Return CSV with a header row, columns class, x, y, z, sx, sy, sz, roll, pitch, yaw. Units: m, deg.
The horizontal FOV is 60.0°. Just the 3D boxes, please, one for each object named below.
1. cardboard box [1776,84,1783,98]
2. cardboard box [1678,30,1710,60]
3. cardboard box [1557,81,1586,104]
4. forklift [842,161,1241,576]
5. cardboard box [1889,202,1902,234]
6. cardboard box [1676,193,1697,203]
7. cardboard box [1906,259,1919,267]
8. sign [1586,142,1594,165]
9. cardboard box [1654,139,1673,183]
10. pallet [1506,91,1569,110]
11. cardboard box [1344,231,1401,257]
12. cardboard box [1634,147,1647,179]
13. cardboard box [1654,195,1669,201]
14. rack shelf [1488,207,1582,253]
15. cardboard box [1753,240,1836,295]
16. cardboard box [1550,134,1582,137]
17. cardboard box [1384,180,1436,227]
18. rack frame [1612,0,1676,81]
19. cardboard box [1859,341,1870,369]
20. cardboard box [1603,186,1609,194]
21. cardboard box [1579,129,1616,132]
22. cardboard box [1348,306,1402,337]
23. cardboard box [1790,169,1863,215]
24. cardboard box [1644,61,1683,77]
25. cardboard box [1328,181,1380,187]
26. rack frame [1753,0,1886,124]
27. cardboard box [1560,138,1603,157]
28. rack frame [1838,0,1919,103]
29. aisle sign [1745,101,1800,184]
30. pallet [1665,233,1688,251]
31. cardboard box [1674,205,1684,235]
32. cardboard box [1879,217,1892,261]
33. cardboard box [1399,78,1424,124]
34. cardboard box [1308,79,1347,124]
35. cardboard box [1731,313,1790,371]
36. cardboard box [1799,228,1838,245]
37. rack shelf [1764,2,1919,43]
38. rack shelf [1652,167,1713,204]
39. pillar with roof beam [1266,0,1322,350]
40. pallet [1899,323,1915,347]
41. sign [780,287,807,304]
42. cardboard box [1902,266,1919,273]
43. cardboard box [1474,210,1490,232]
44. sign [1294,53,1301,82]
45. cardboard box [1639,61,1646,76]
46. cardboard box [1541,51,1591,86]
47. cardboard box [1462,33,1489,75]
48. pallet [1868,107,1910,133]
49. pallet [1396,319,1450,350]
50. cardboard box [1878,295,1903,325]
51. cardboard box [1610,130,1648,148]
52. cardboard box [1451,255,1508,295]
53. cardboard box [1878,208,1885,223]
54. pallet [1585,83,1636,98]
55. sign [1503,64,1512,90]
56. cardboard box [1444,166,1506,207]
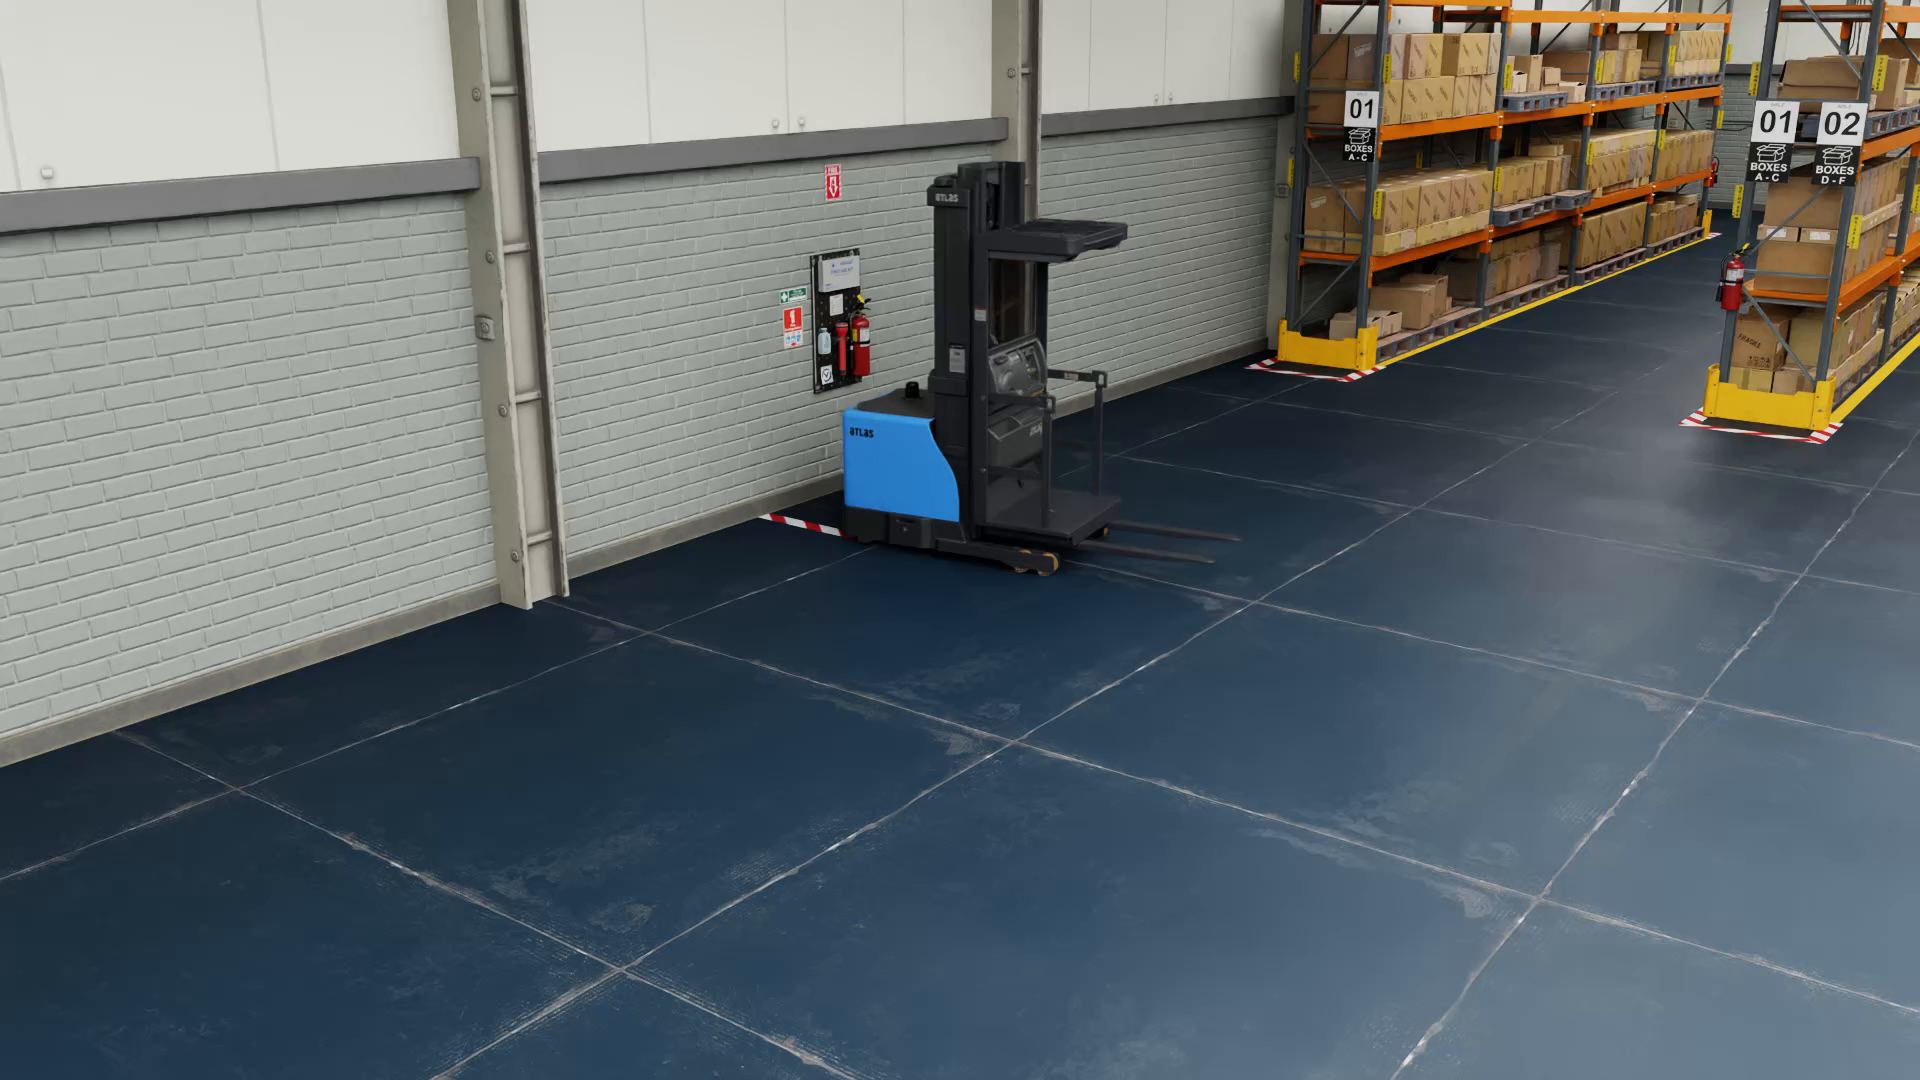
class,x,y,z,sx,sy,sz,roll,pitch,yaw
cardboard box,8.835,-4.631,17.350,0.500,0.250,0.500,12,21,35
cardboard box,13.086,-8.869,29.799,0.500,0.500,0.500,11,21,32
cardboard box,8.935,-6.642,24.633,0.500,0.311,0.500,12,21,35
forklift,0.620,-1.313,12.531,3.031,2.935,1.130,9,19,25
cardboard box,11.529,-3.988,20.859,0.500,0.500,0.500,14,22,39
cardboard box,13.647,-6.437,31.326,0.380,0.149,0.250,12,21,34
cardboard box,13.628,-3.662,23.450,0.500,0.500,0.500,14,22,37
sign,9.589,-5.883,25.312,0.100,0.325,0.005,12,21,35
cardboard box,11.867,-6.684,29.204,0.980,0.700,0.700,13,21,36
pallet,7.833,-6.228,23.499,1.213,0.211,1.003,12,21,35
cardboard box,4.926,-3.554,19.851,0.500,0.250,0.500,12,21,33
cardboard box,11.162,-6.336,27.885,0.500,0.500,0.500,13,21,35
cardboard box,13.040,-6.384,31.157,0.380,0.149,0.250,13,21,35
rack shelf,7.955,-4.642,24.346,1.077,0.370,4.000,12,21,35
cardboard box,8.649,-2.839,17.158,0.700,0.500,0.500,12,21,35
cardboard box,9.829,-6.417,26.883,0.500,0.250,0.500,12,21,33
cardboard box,5.522,-4.151,20.507,0.500,0.500,0.500,12,21,33
rack frame,11.530,-9.279,27.952,1.000,3.000,0.127,12,21,35
cardboard box,10.052,-2.134,18.986,0.500,0.250,0.500,12,21,35
cardboard box,10.274,-5.700,26.931,0.380,0.149,0.250,13,21,36
cardboard box,10.741,-6.783,28.059,0.500,0.250,0.500,13,21,35
cardboard box,5.205,-2.767,20.888,0.500,0.311,0.500,15,22,39
cardboard box,8.990,-3.597,17.413,0.700,0.500,0.500,12,21,33
cardboard box,12.154,-8.142,28.722,0.500,0.250,0.500,12,21,35
cardboard box,4.798,-4.120,20.409,0.500,0.500,0.500,13,21,35
rack frame,8.361,-5.547,15.932,1.000,3.000,0.127,12,21,35
cardboard box,9.642,-6.089,25.824,0.500,0.250,0.500,13,22,36
rack frame,10.744,-6.500,19.000,1.000,3.000,0.127,12,21,35
aisle sign,8.086,-3.960,16.553,0.394,0.787,0.004,12,21,35
pallet,12.773,-5.542,30.734,1.003,0.211,1.213,12,21,35
cardboard box,12.980,-5.950,30.854,0.700,0.500,0.500,12,21,33
cardboard box,10.485,-3.576,19.531,0.700,0.500,0.500,12,21,33
cardboard box,5.129,-5.203,19.681,0.500,0.500,0.500,14,22,38
cardboard box,4.426,-5.190,19.639,0.500,0.500,0.500,14,22,39
cardboard box,8.442,-2.108,17.637,0.500,0.500,0.500,12,21,35
cardboard box,8.768,-3.095,16.889,0.380,0.149,0.250,12,21,34
rack shelf,9.553,-5.489,17.632,1.077,0.370,4.000,12,21,35
rack shelf,12.722,-6.547,30.482,1.077,0.370,4.000,12,21,35
pillar with roof beam,7.560,-5.980,17.328,9.100,9.000,0.400,12,21,35
pallet,11.878,-2.777,21.830,1.003,0.211,1.213,12,21,35
sign,-1.378,-2.021,13.741,0.001,0.109,0.331,12,21,35
cardboard box,13.013,-3.574,22.678,0.500,0.311,0.500,13,22,36
cardboard box,6.725,-4.281,22.189,0.500,0.250,0.500,12,21,35
sign,3.947,-5.515,19.393,0.100,0.325,0.005,12,21,35
cardboard box,11.750,-8.228,29.000,0.500,0.250,0.500,13,21,35
cardboard box,9.384,-7.276,25.646,0.700,0.500,0.500,11,20,30
cardboard box,6.363,-6.176,21.128,0.500,0.500,0.500,14,22,38
pallet,9.530,-4.528,17.858,1.003,0.211,1.213,12,21,35
pallet,5.666,-2.719,21.644,1.003,0.211,1.213,12,21,35
cardboard box,11.191,-2.844,20.327,0.500,0.311,0.500,13,21,35
cardboard box,11.145,-6.695,27.778,0.500,0.250,0.500,13,21,36
cardboard box,7.457,-3.836,24.010,0.700,0.500,0.500,12,21,34
cardboard box,10.147,-3.647,18.669,0.380,0.149,0.250,12,21,34
pallet,10.152,-7.234,26.740,1.003,0.211,1.213,14,22,37
sign,7.204,-6.094,21.881,0.100,0.325,0.005,12,21,35
cardboard box,7.094,-4.882,22.997,0.700,0.500,0.500,12,21,35
